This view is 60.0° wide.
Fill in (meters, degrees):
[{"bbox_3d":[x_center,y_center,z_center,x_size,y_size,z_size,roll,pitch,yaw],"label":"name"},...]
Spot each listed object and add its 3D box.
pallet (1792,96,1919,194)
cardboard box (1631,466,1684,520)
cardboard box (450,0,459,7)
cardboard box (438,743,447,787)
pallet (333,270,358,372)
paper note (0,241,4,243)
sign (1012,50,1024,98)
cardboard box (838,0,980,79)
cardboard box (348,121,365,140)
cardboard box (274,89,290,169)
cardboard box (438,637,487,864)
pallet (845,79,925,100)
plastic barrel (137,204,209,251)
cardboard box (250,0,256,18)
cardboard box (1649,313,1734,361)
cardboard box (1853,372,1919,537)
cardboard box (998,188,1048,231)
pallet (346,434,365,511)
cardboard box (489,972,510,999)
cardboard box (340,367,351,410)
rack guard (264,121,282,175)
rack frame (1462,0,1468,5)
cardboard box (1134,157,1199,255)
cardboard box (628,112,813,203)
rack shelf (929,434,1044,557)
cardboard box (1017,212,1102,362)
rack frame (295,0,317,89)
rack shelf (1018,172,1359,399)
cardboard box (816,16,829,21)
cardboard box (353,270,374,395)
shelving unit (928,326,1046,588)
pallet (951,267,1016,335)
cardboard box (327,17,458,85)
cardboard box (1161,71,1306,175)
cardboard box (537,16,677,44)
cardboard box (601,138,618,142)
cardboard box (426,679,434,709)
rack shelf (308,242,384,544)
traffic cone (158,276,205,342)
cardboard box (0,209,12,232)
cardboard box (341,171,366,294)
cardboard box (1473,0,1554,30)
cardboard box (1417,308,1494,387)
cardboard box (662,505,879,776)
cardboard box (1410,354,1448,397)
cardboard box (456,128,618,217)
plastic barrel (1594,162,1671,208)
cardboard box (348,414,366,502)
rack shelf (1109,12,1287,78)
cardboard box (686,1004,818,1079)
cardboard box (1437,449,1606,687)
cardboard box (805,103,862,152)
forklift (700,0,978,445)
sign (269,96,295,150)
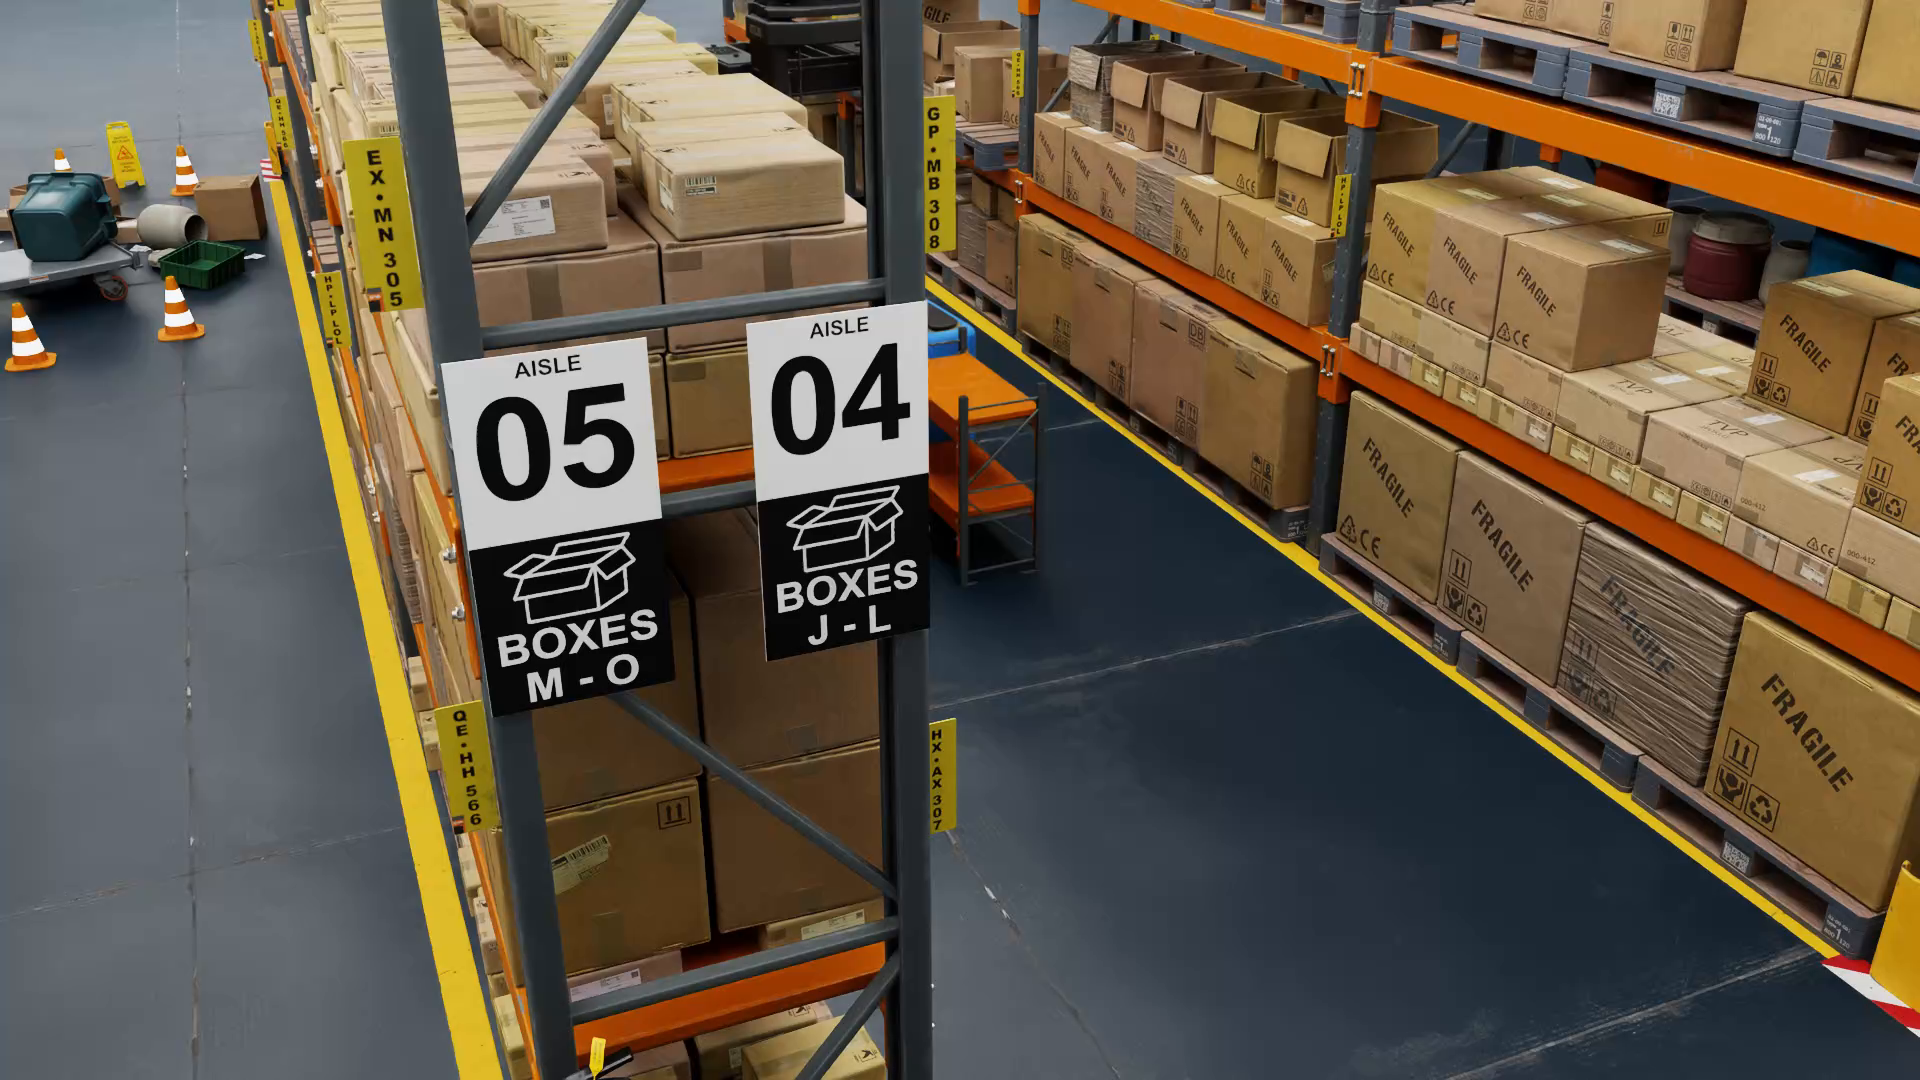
[{"bbox_3d":[3.748,-1.343,5.764,1.003,0.211,1.213,-11,28,-21],"label":"pallet"},{"bbox_3d":[3.102,-0.228,7.085,0.380,0.149,0.250,-10,28,-20],"label":"cardboard box"},{"bbox_3d":[-2.169,-2.294,7.019,0.700,0.500,0.500,-11,28,-21],"label":"cardboard box"},{"bbox_3d":[-2.025,0.953,7.151,0.380,0.149,0.250,-11,28,-21],"label":"cardboard box"},{"bbox_3d":[-2.875,-1.277,9.166,1.003,0.211,1.213,-11,28,-21],"label":"pallet"},{"bbox_3d":[-8.940,-2.746,15.353,0.148,0.019,0.142,-1,26,-3],"label":"paper note"},{"bbox_3d":[0.420,-3.355,11.973,0.100,0.325,0.005,-11,28,-21],"label":"sign"},{"bbox_3d":[-0.469,-4.695,14.786,1.000,1.000,1.000,-10,28,-20],"label":"cardboard box"},{"bbox_3d":[-1.369,-0.987,4.535,0.500,0.250,0.500,-10,28,-20],"label":"cardboard box"},{"bbox_3d":[-4.905,-3.151,12.671,0.500,0.500,0.500,-11,28,-21],"label":"cardboard box"},{"bbox_3d":[-1.165,0.549,4.753,0.500,0.500,0.500,-11,28,-21],"label":"cardboard box"},{"bbox_3d":[-0.486,-4.162,15.074,1.003,0.211,1.213,-11,28,-21],"label":"pallet"},{"bbox_3d":[-7.110,-2.807,15.017,0.512,0.421,0.421,8,27,15],"label":"plastic barrel"},{"bbox_3d":[-6.317,-5.326,15.837,0.875,0.550,0.550,-11,28,-21],"label":"cardboard box"},{"bbox_3d":[3.301,-0.871,7.947,0.500,0.250,0.500,-10,28,-20],"label":"cardboard box"},{"bbox_3d":[3.615,-0.292,5.907,0.500,0.500,0.500,-10,28,-20],"label":"cardboard box"},{"bbox_3d":[0.625,-2.644,13.239,0.500,0.250,0.500,-9,28,-19],"label":"cardboard box"},{"bbox_3d":[-3.384,-0.587,10.711,1.003,0.211,1.213,-11,28,-21],"label":"pallet"},{"bbox_3d":[-1.444,1.452,5.788,0.380,0.149,0.250,-10,28,-20],"label":"cardboard box"},{"bbox_3d":[-3.260,-0.831,9.550,0.500,0.250,0.500,-10,28,-20],"label":"cardboard box"},{"bbox_3d":[-6.831,-4.272,17.929,1.175,0.500,0.348,-11,28,-21],"label":"rack guard"},{"bbox_3d":[6.899,-7.897,22.506,1.000,3.000,0.127,-11,28,-21],"label":"rack frame"},{"bbox_3d":[1.457,-2.153,10.626,0.500,0.500,0.500,-10,28,-20],"label":"cardboard box"},{"bbox_3d":[-0.556,-0.886,3.874,0.380,0.149,0.250,-9,28,-19],"label":"cardboard box"},{"bbox_3d":[0.018,-0.273,9.585,0.538,0.278,1.000,-11,28,-22],"label":"rack shelf"},{"bbox_3d":[1.166,-1.919,12.204,1.225,0.875,0.875,-12,28,-23],"label":"cardboard box"},{"bbox_3d":[-2.122,-3.237,6.123,1.000,3.000,0.127,-11,28,-21],"label":"rack frame"},{"bbox_3d":[1.698,-1.836,10.912,1.077,0.370,4.000,-11,28,-21],"label":"rack shelf"},{"bbox_3d":[-0.934,-5.161,16.448,0.875,0.500,0.500,-11,28,-21],"label":"cardboard box"},{"bbox_3d":[-1.952,-0.738,6.250,0.500,0.500,0.500,-11,28,-22],"label":"cardboard box"},{"bbox_3d":[0.018,-0.493,9.478,0.538,1.125,1.048,-11,28,-22],"label":"shelving unit"},{"bbox_3d":[0.610,-2.030,13.667,1.003,0.211,1.213,-11,28,-21],"label":"pallet"},{"bbox_3d":[-1.760,-1.527,5.187,0.380,0.149,0.250,-9,27,-18],"label":"cardboard box"},{"bbox_3d":[1.708,-2.632,10.464,0.797,0.503,0.637,-10,28,-19],"label":"cardboard box"},{"bbox_3d":[-1.099,-1.529,5.191,0.380,0.149,0.250,-11,28,-21],"label":"cardboard box"},{"bbox_3d":[-0.880,-1.070,4.704,0.500,0.250,0.500,-10,28,-20],"label":"cardboard box"},{"bbox_3d":[-2.124,0.580,7.235,0.380,0.149,0.250,-9,27,-18],"label":"cardboard box"},{"bbox_3d":[-2.905,-1.025,9.250,1.077,0.370,4.000,-11,28,-21],"label":"rack shelf"},{"bbox_3d":[-6.119,-1.830,12.970,0.336,0.463,0.334,-11,28,-21],"label":"traffic cone"},{"bbox_3d":[-8.965,-3.031,15.789,0.380,0.149,0.250,3,26,6],"label":"cardboard box"},{"bbox_3d":[-1.592,-0.963,5.056,0.500,0.250,0.500,-9,28,-18],"label":"cardboard box"},{"bbox_3d":[2.843,-2.673,7.681,0.700,0.500,0.500,-12,29,-24],"label":"cardboard box"},{"bbox_3d":[2.615,-0.982,8.175,0.500,0.250,0.500,-11,28,-21],"label":"cardboard box"},{"bbox_3d":[-0.487,0.219,4.290,0.500,0.500,0.500,-11,28,-21],"label":"cardboard box"},{"bbox_3d":[2.498,-0.851,8.359,0.380,0.149,0.250,-10,28,-19],"label":"cardboard box"},{"bbox_3d":[-0.982,-0.807,3.711,0.380,0.149,0.250,-10,28,-20],"label":"cardboard box"},{"bbox_3d":[5.680,-2.837,14.137,0.600,0.830,0.708,-11,28,-21],"label":"plastic barrel"},{"bbox_3d":[-3.241,-0.483,9.691,0.500,0.500,0.500,-11,28,-22],"label":"cardboard box"},{"bbox_3d":[3.123,-5.917,19.270,1.077,0.370,4.000,-11,28,-21],"label":"rack shelf"},{"bbox_3d":[-0.667,1.538,5.273,0.380,0.149,0.250,-10,28,-20],"label":"cardboard box"},{"bbox_3d":[3.019,0.057,8.157,0.875,0.875,0.875,-11,28,-21],"label":"cardboard box"},{"bbox_3d":[-1.318,-4.283,17.473,0.500,0.500,0.500,-13,29,-25],"label":"cardboard box"},{"bbox_3d":[-1.024,-2.090,10.690,1.130,2.935,3.031,-13,29,-25],"label":"forklift"},{"bbox_3d":[-4.198,-2.579,10.294,0.100,0.325,0.005,-11,28,-21],"label":"sign"}]
